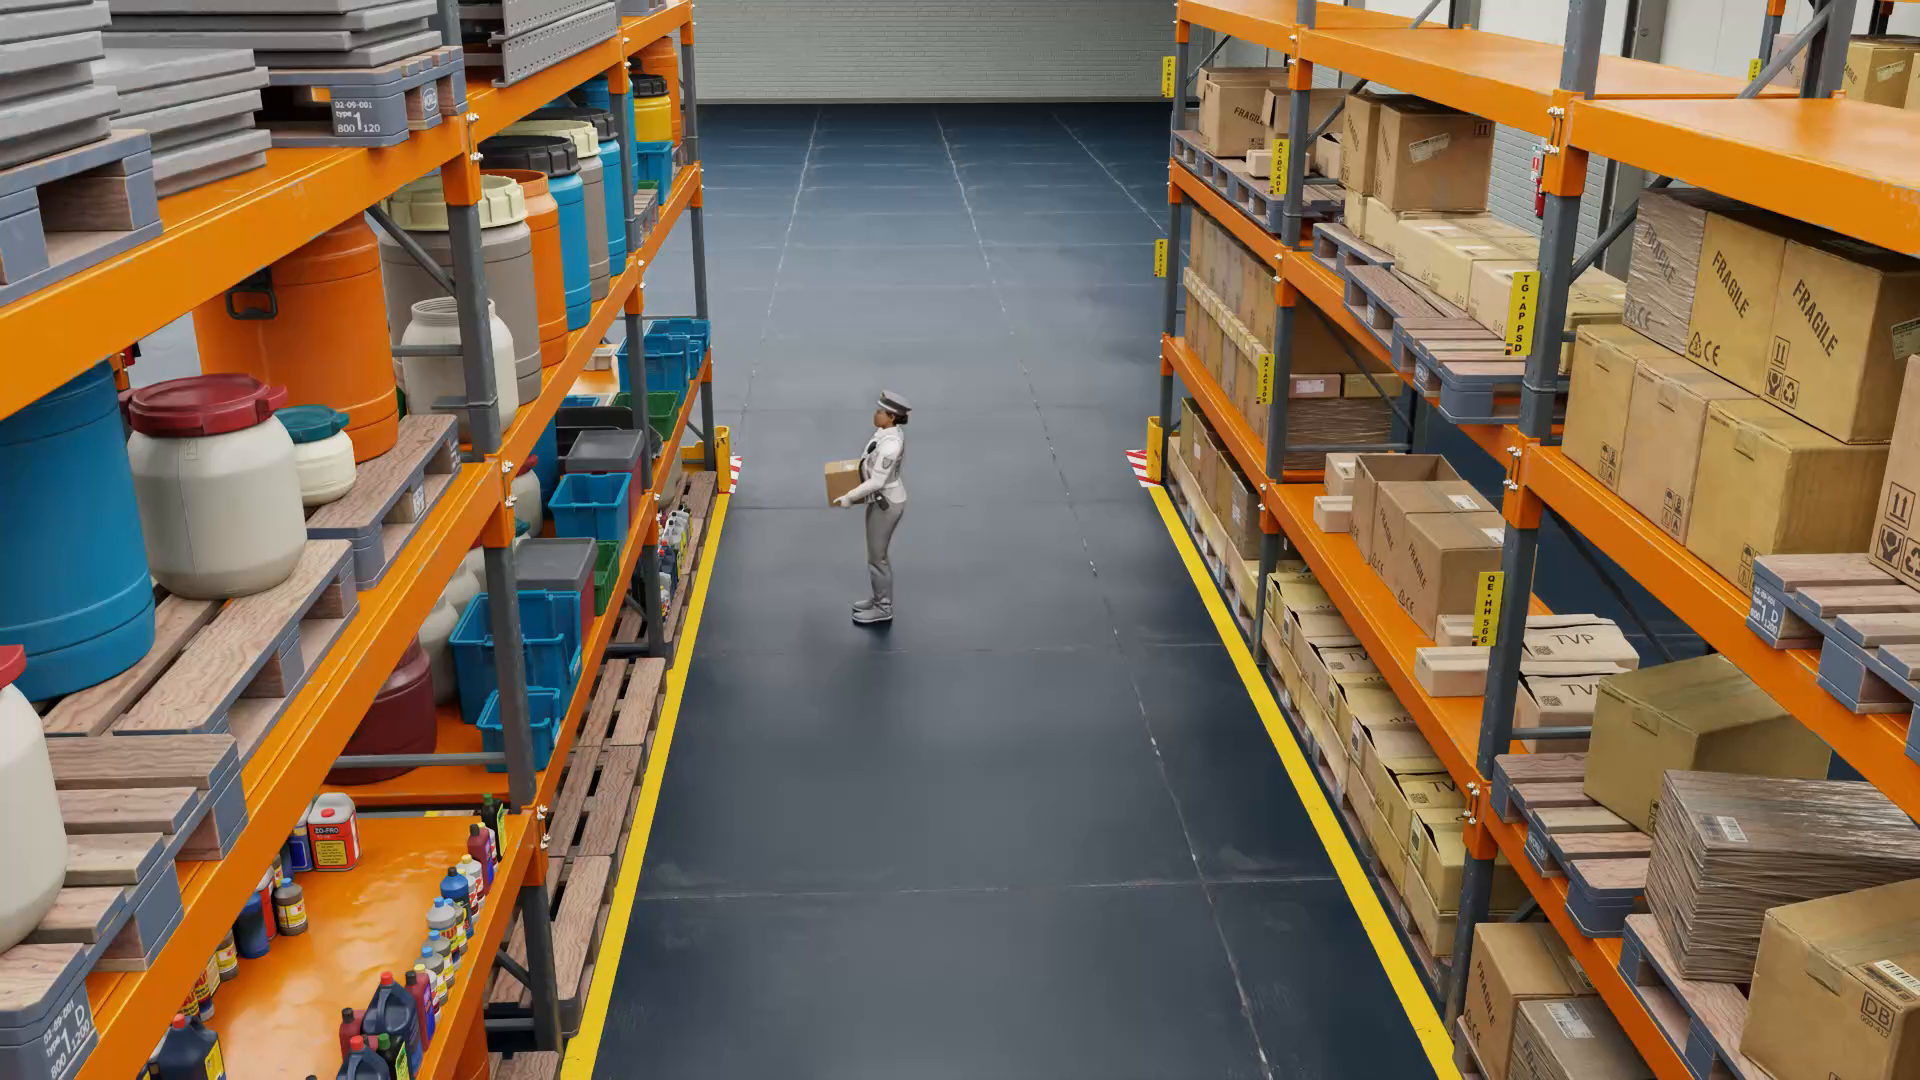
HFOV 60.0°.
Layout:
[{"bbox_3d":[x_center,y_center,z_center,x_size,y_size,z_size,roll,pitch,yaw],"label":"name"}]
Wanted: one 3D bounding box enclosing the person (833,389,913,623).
[{"bbox_3d":[-0.606,-0.246,11.696,0.562,1.687,0.461,-1,21,-3],"label":"person"}]
